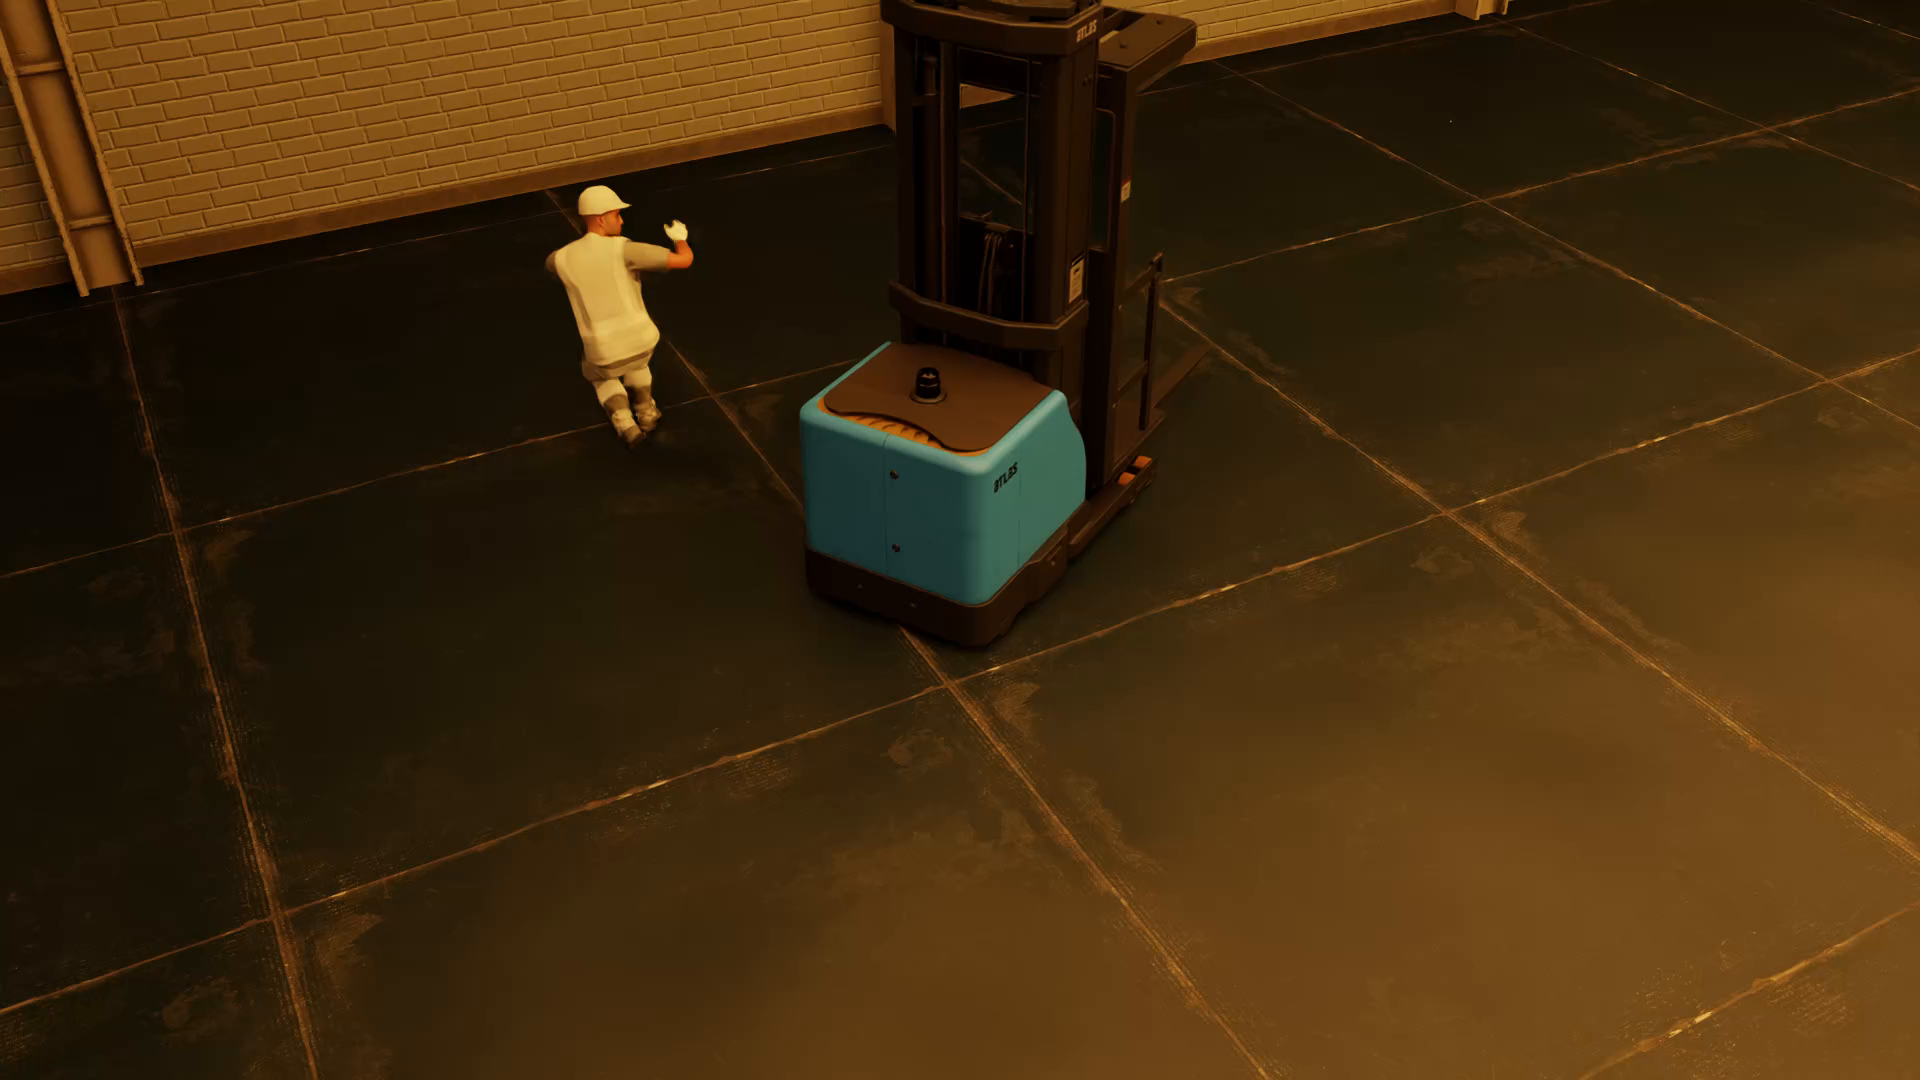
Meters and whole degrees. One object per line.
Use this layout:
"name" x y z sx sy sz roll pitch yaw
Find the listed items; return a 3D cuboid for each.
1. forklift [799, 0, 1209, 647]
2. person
"forklift" 0.423 -1.517 8.270 1.130 2.935 3.031 19 39 25
"person" -1.863 -1.286 9.198 0.788 1.481 1.019 -9 36 -13
